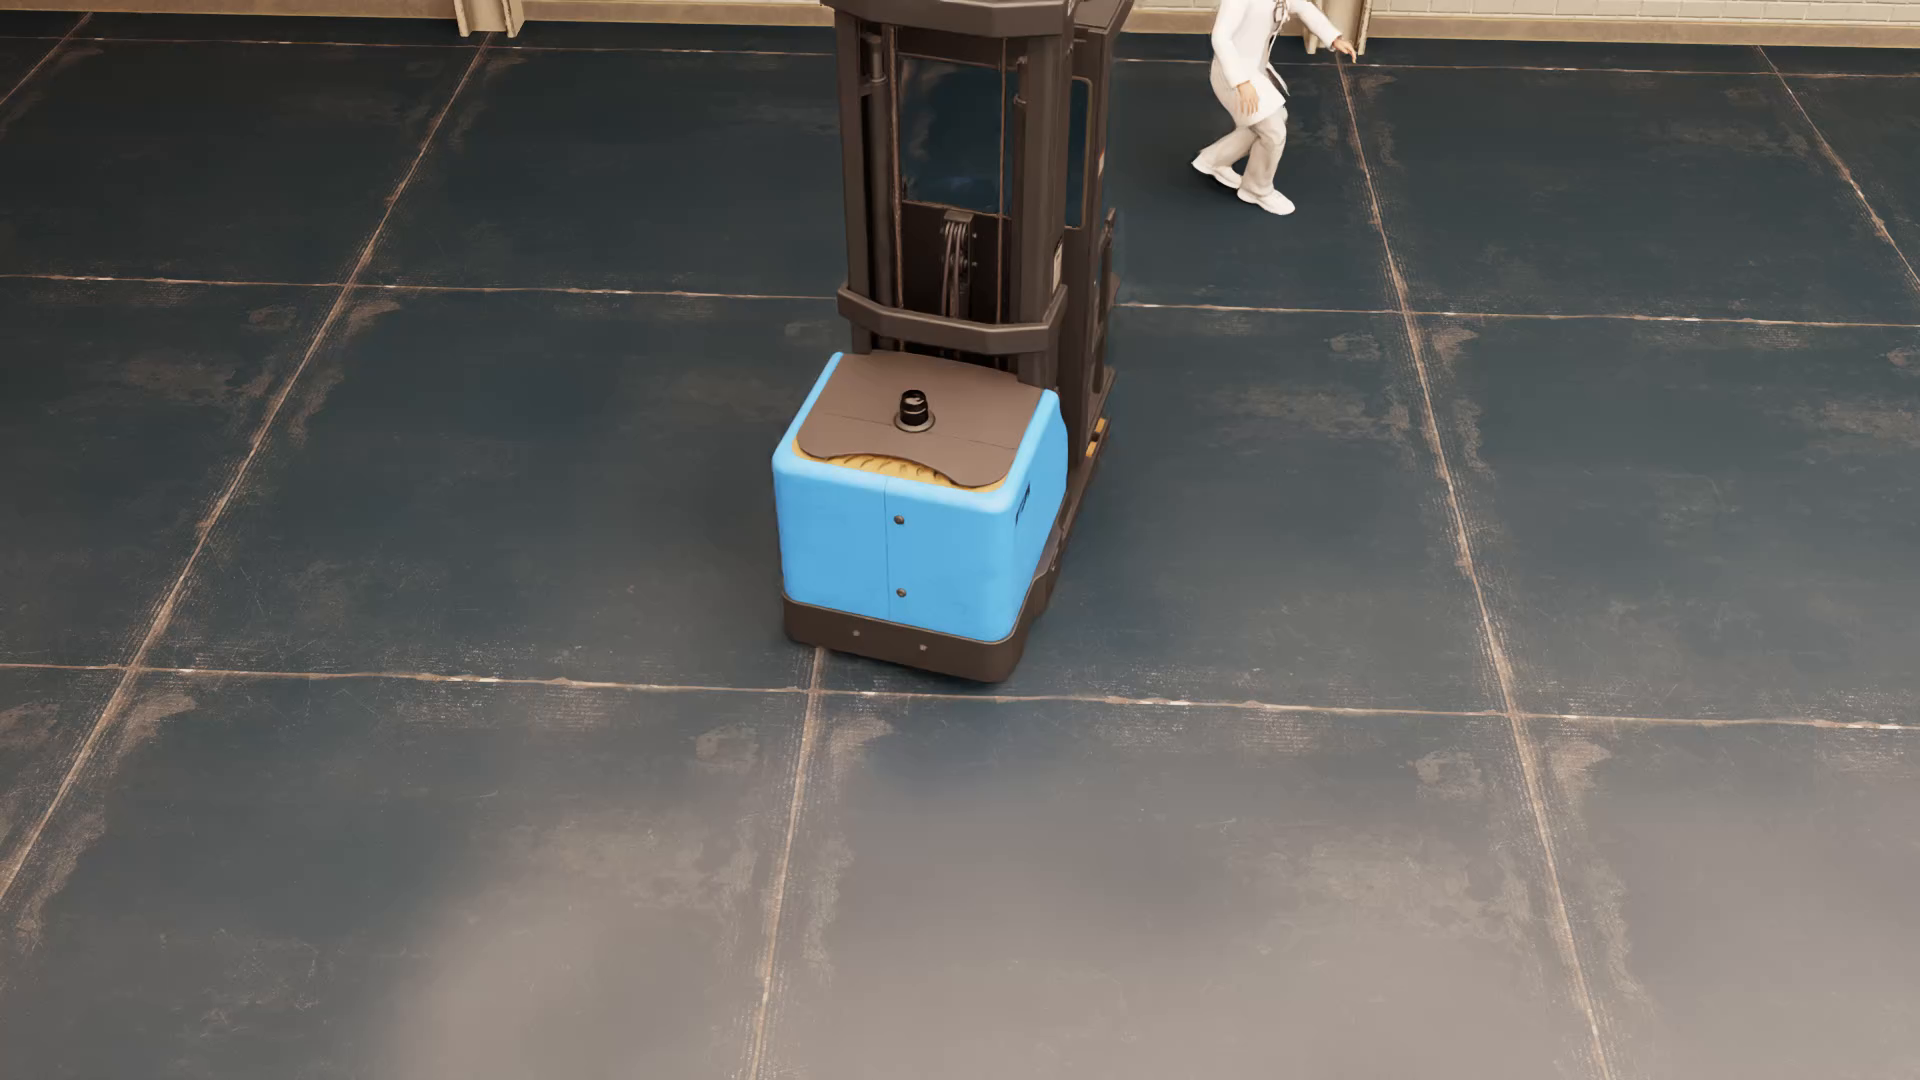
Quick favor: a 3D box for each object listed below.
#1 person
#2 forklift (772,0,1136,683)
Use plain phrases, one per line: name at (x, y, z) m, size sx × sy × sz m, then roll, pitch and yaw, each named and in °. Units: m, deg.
person at (1.794, -2.661, 9.603) m, size 0.859 × 1.660 × 0.897 m, roll 19°, pitch 46°, yaw 20°
forklift at (0.130, -1.478, 7.361) m, size 1.130 × 2.935 × 3.031 m, roll 11°, pitch 44°, yaw 12°
